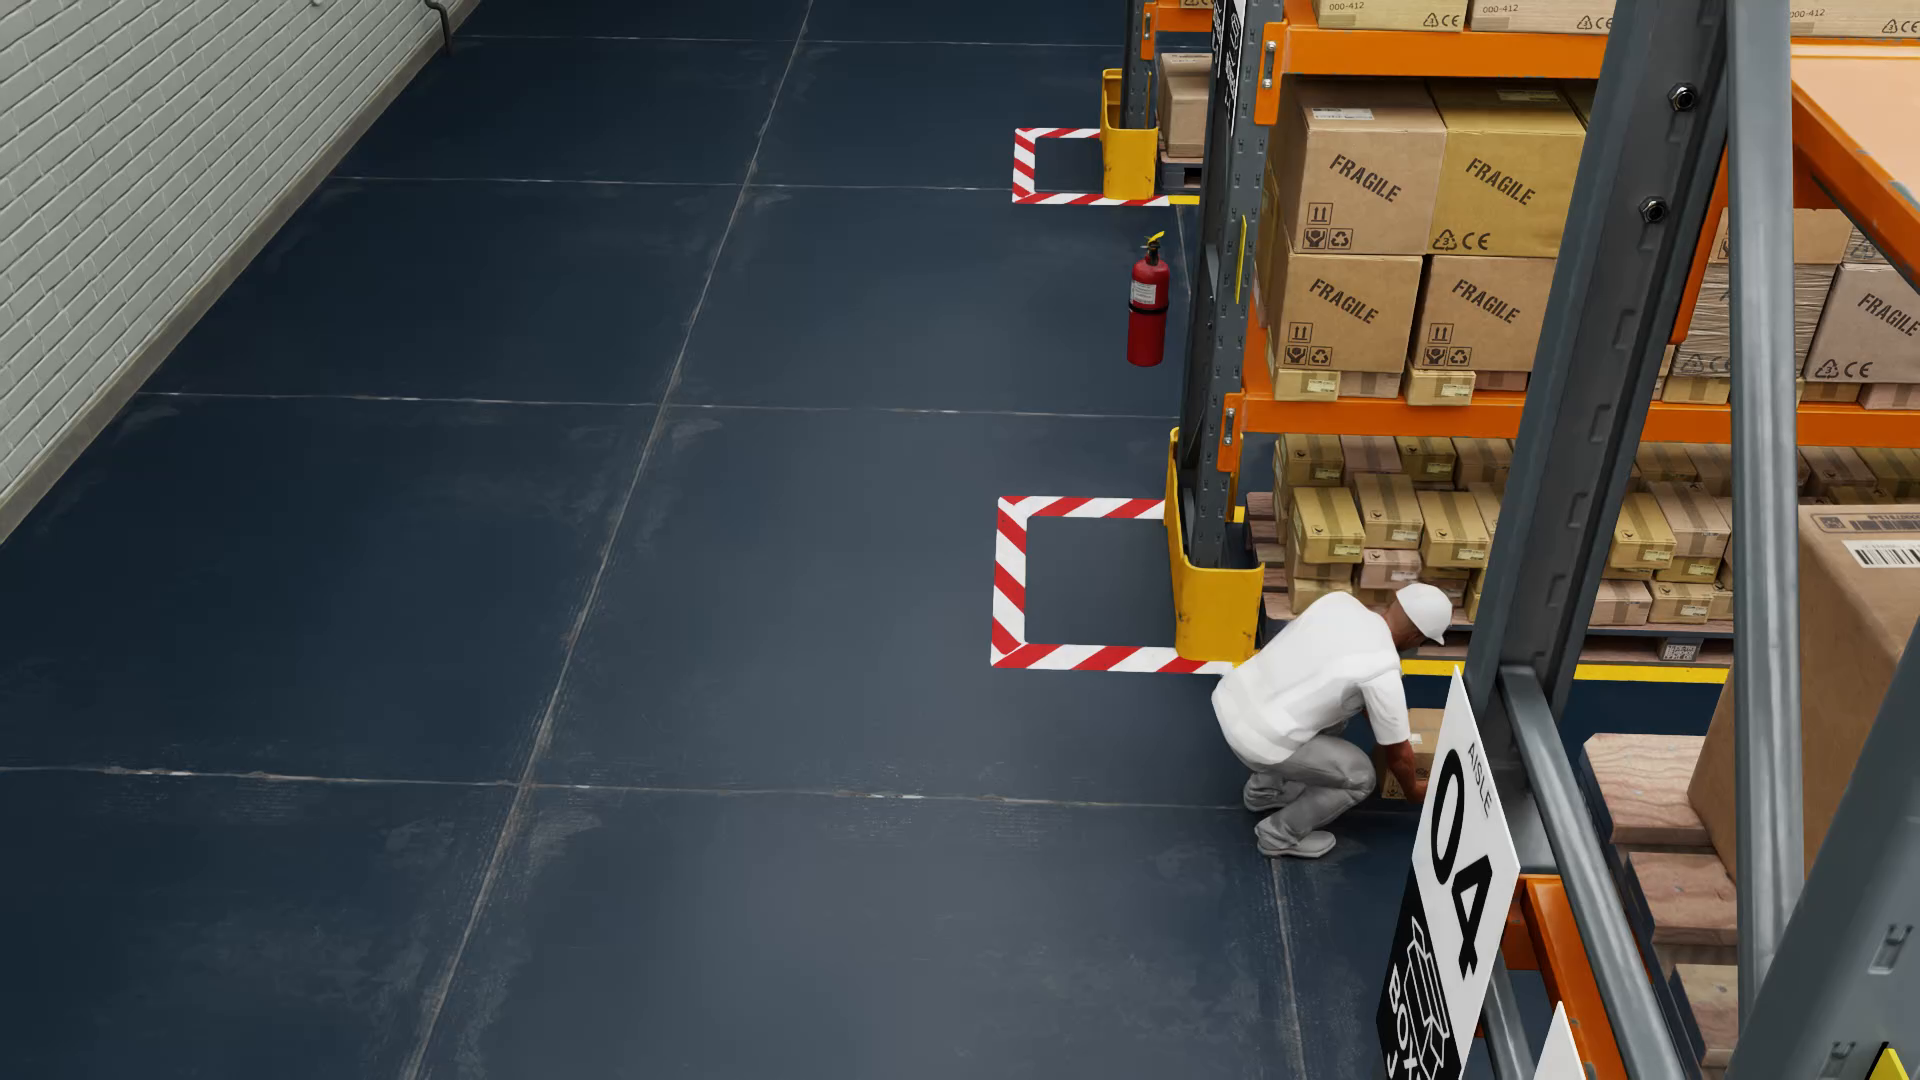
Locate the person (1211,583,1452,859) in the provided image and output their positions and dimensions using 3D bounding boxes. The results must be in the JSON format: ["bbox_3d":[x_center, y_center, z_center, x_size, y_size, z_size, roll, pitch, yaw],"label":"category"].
[{"bbox_3d":[1.380,0.646,6.304,0.862,1.091,0.599,-4,36,-5],"label":"person"}]
